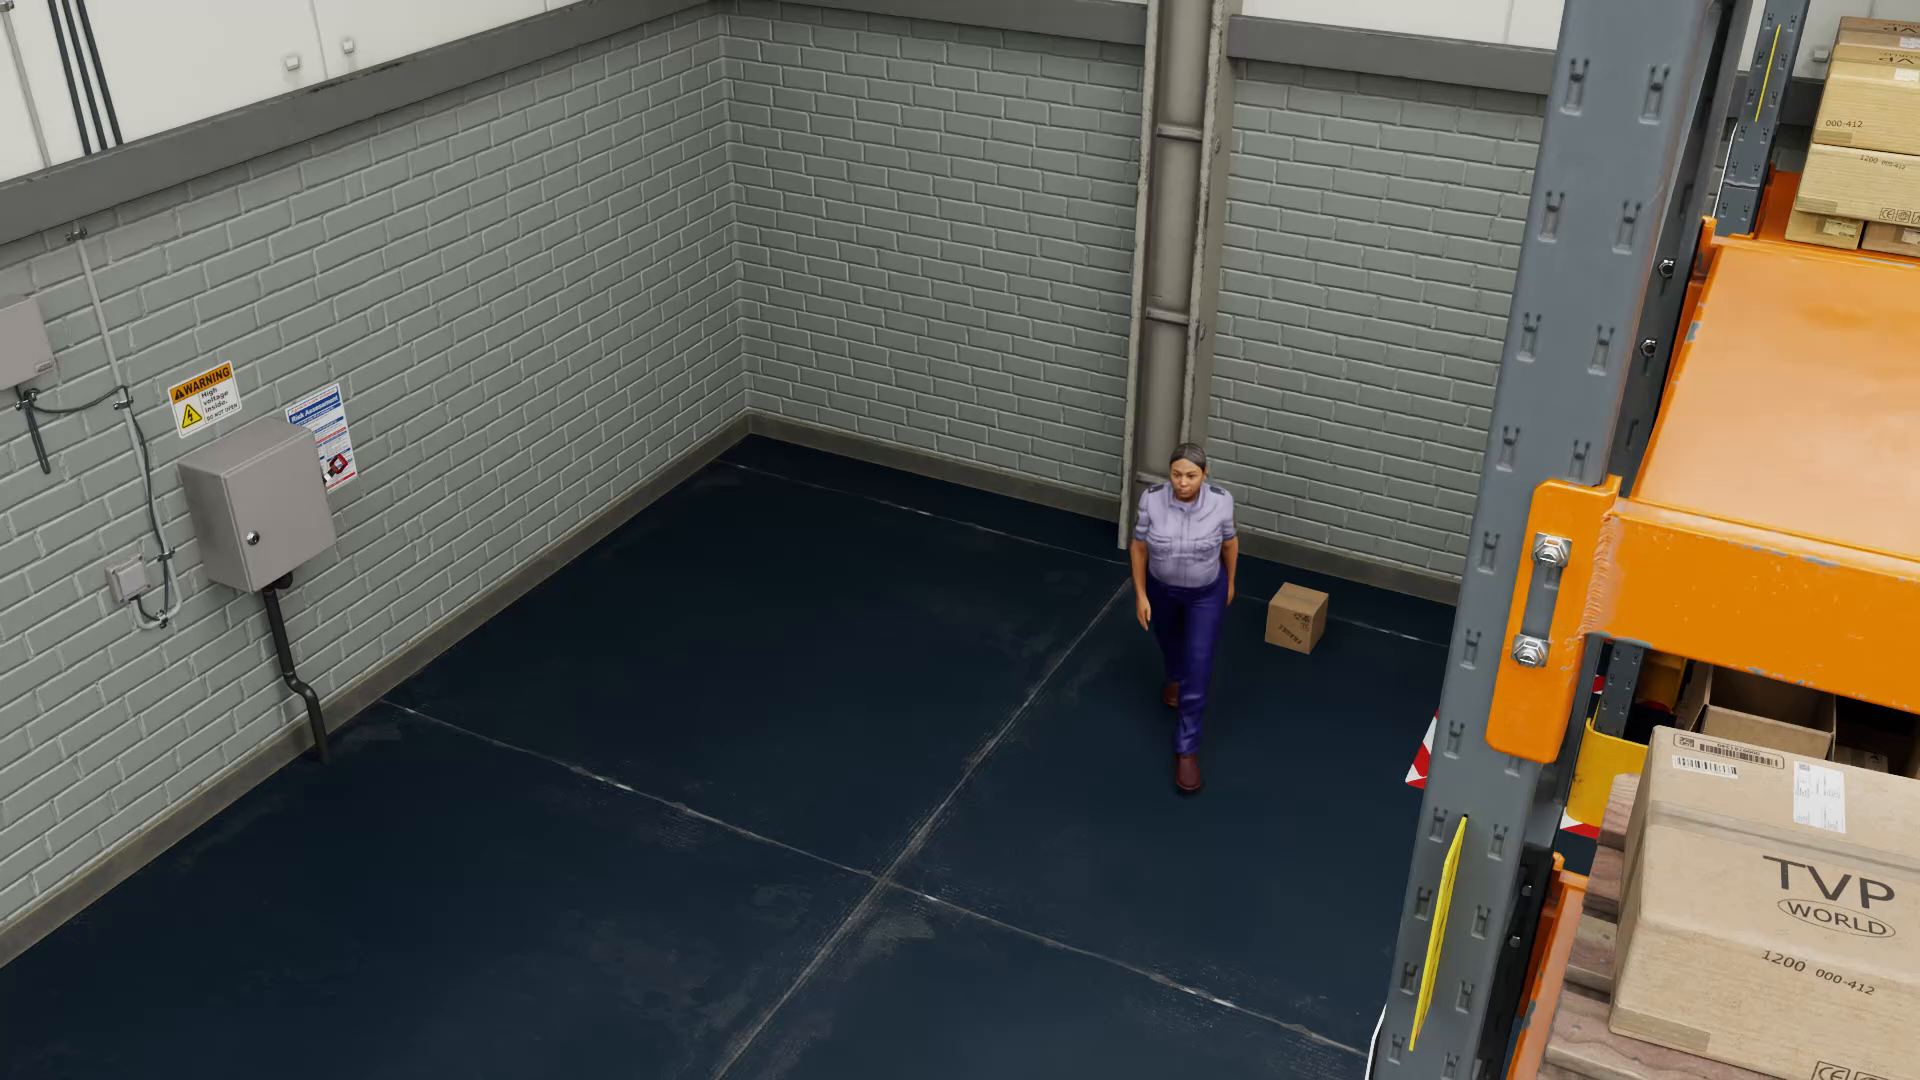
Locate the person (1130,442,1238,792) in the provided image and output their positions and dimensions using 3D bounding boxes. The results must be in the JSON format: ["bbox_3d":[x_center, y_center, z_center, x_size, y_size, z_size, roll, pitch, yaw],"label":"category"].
[{"bbox_3d":[1.031,0.254,7.849,0.484,1.587,0.947,9,32,15],"label":"person"}]
